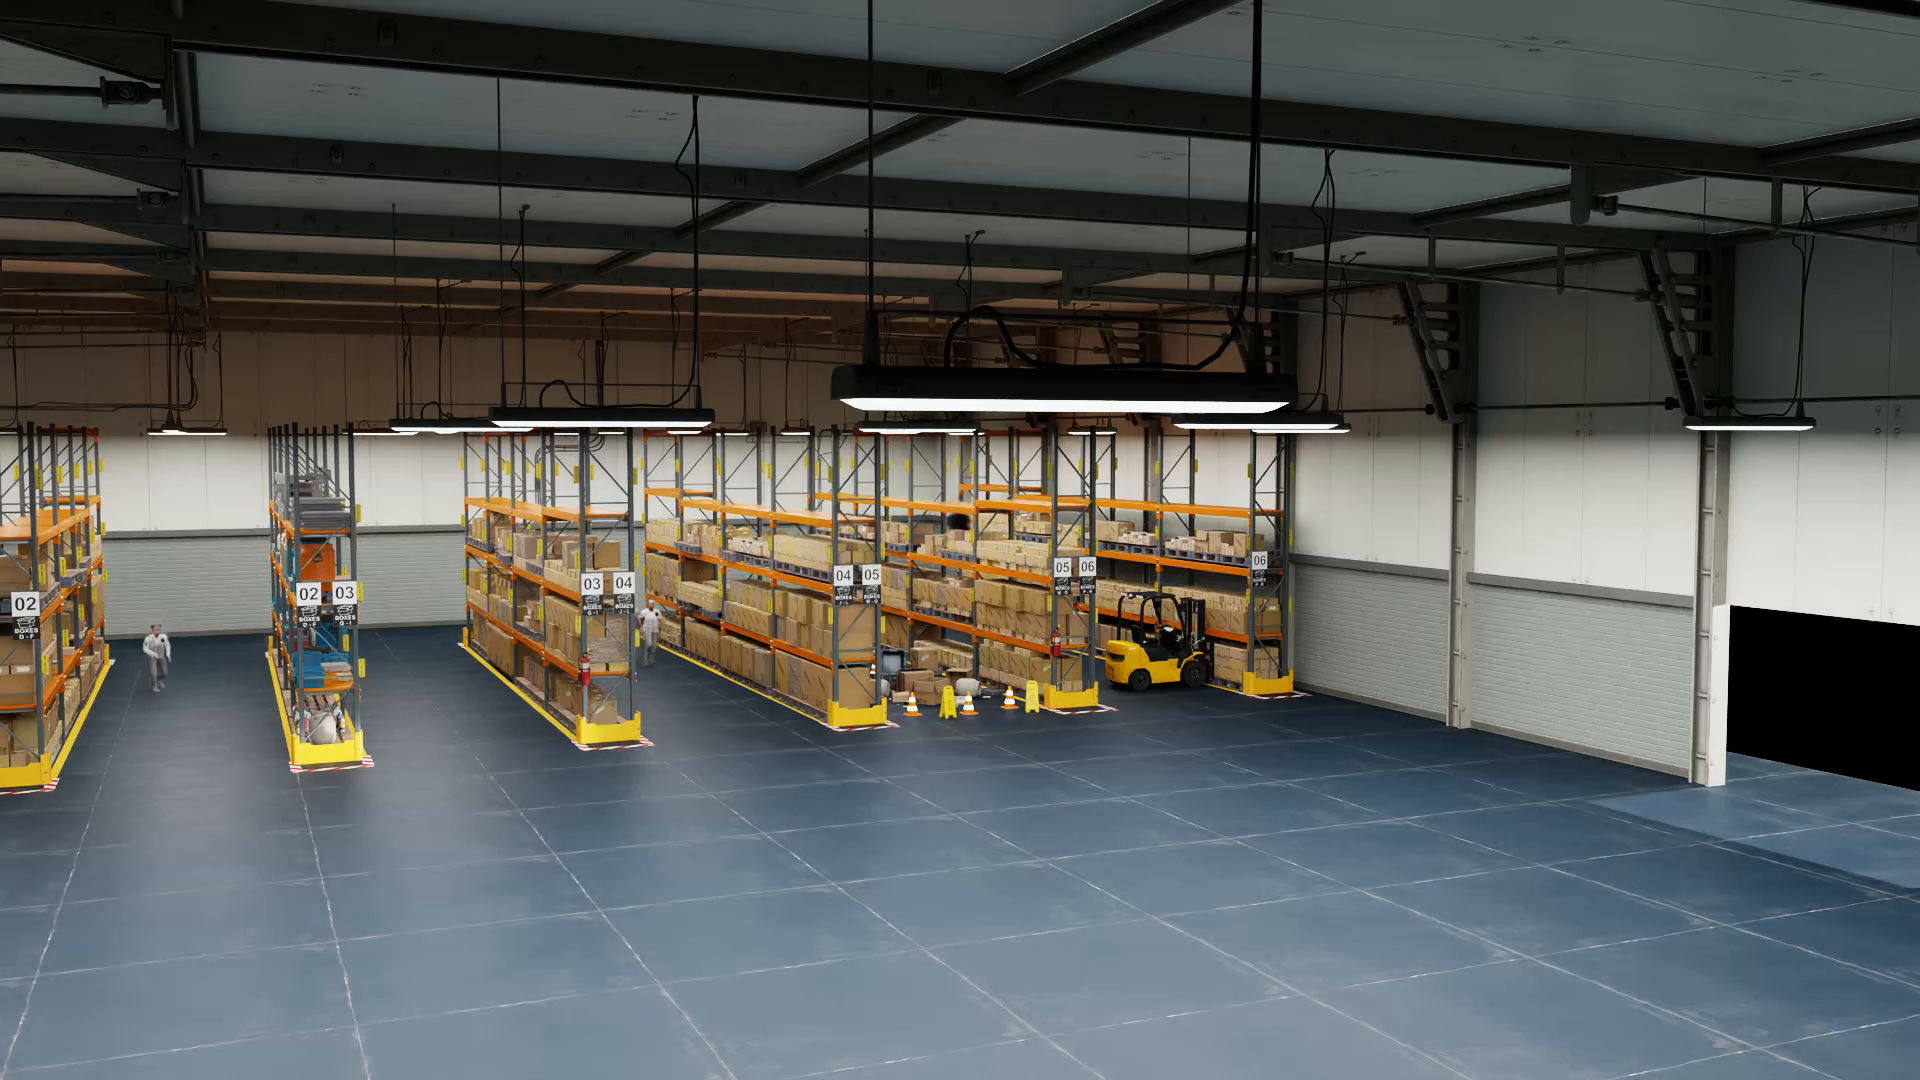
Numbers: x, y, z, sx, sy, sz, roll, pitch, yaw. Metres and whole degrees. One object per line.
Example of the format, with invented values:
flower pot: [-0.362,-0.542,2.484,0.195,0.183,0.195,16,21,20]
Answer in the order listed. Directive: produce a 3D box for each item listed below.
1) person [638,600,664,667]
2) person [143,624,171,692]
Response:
person: [-7.770,2.351,41.906,0.608,1.692,0.717,-2,4,-26]
person: [-18.122,2.650,37.509,0.596,1.574,0.727,-3,5,-42]
